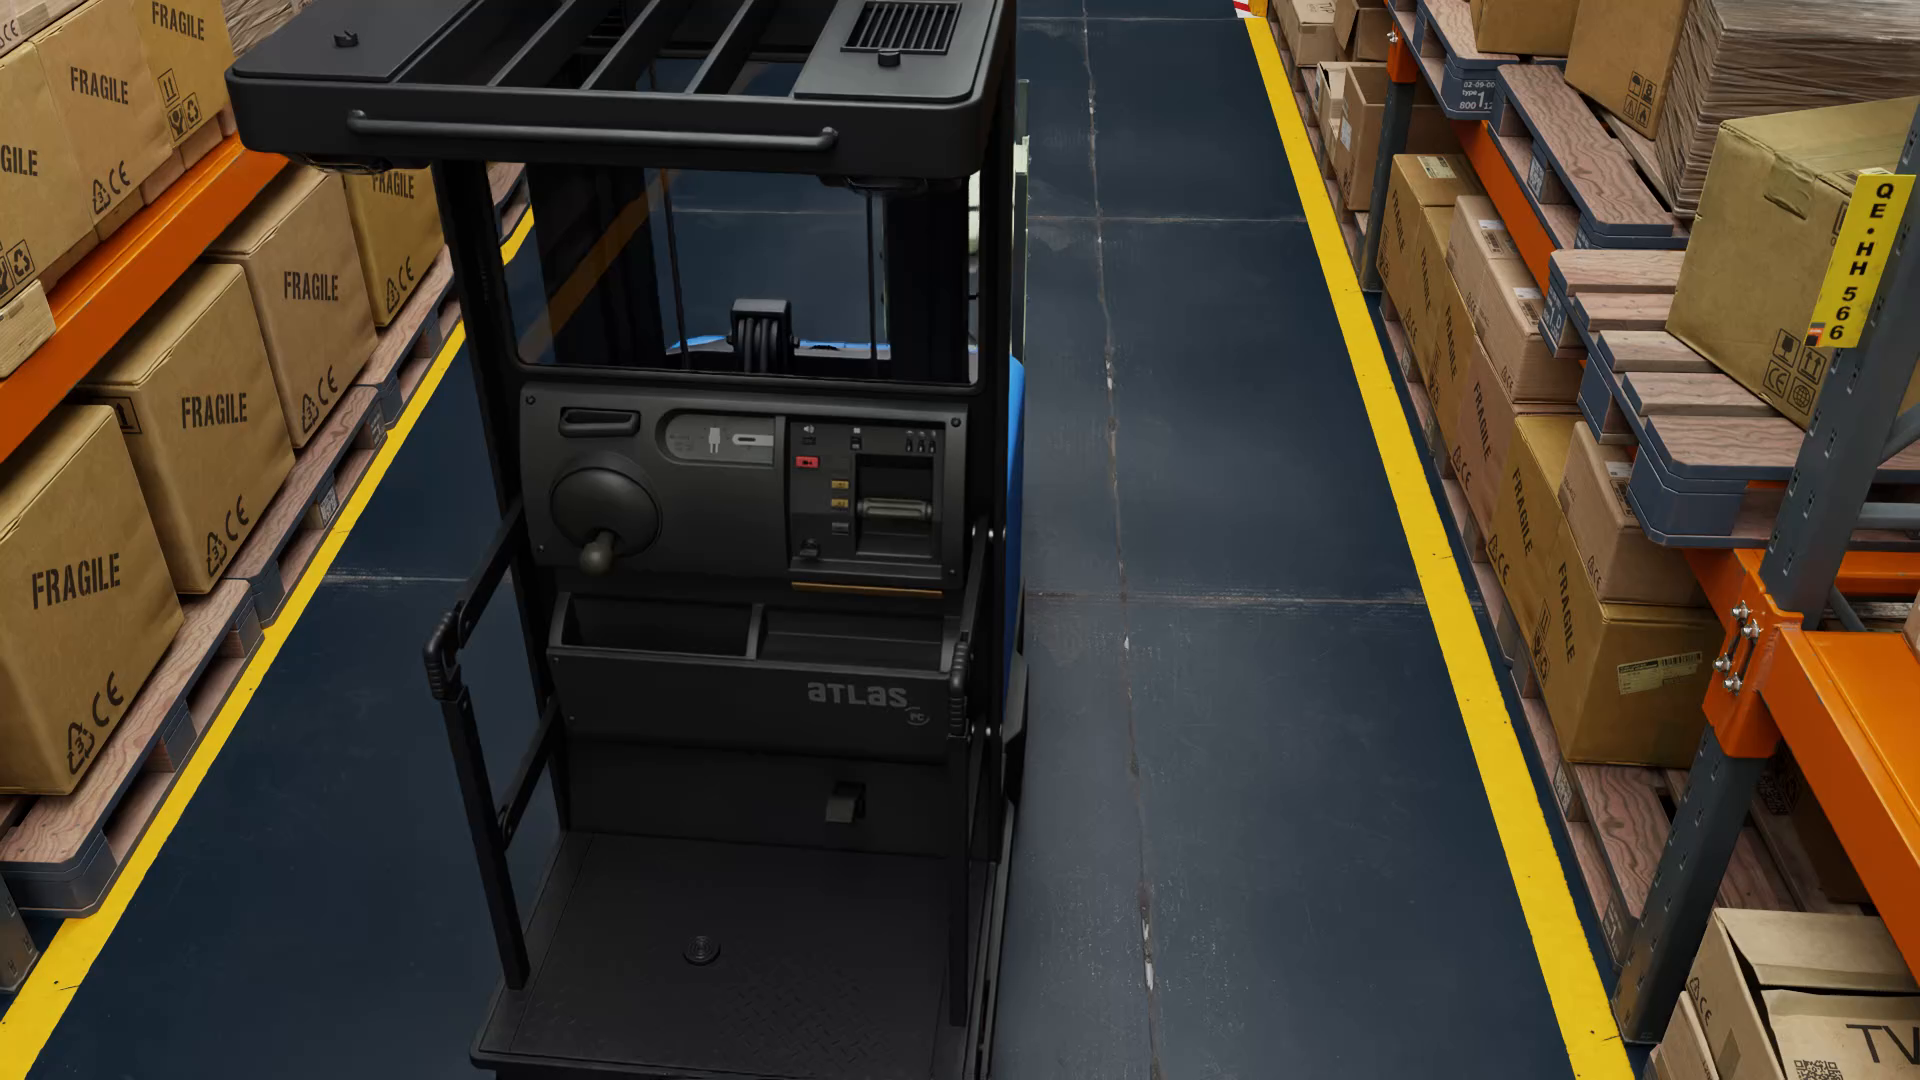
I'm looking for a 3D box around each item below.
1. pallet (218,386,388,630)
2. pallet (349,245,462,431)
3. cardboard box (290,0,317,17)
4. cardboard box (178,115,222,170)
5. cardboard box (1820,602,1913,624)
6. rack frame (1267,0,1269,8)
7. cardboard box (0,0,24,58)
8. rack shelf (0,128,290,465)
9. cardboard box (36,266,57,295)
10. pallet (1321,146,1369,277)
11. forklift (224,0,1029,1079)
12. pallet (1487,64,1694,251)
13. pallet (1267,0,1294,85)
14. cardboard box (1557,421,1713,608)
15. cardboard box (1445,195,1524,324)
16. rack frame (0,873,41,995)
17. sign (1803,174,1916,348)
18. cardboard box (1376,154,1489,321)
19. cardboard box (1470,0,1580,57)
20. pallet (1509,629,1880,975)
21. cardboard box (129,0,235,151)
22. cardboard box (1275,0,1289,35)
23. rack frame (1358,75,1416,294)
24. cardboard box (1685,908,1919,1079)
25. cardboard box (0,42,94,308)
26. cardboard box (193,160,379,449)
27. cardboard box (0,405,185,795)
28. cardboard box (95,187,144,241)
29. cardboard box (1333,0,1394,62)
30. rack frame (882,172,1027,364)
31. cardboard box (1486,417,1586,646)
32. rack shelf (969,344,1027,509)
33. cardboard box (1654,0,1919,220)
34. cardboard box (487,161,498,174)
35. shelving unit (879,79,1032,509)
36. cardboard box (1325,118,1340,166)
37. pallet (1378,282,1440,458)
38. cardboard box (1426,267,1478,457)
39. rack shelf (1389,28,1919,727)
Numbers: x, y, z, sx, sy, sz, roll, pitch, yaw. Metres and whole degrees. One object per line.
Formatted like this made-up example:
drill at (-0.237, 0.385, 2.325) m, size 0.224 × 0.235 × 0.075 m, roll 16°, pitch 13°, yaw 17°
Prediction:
pallet at (-2.687, -0.153, 5.784) m, size 1.003 × 0.211 × 1.213 m, roll 1°, pitch 35°, yaw 2°
pallet at (-2.641, -0.855, 6.784) m, size 1.003 × 0.211 × 1.213 m, roll 1°, pitch 35°, yaw 2°
cardboard box at (-2.463, -2.048, 5.692) m, size 0.500 × 0.500 × 0.500 m, roll 2°, pitch 35°, yaw 2°
cardboard box at (-2.533, -1.265, 5.142) m, size 0.380 × 0.149 × 0.250 m, roll 2°, pitch 35°, yaw 3°
cardboard box at (2.423, 0.256, 4.569) m, size 0.500 × 0.500 × 0.500 m, roll 0°, pitch 35°, yaw 0°
rack frame at (2.425, -4.627, 9.725) m, size 1.000 × 3.000 × 0.127 m, roll 1°, pitch 35°, yaw 2°
cardboard box at (-2.549, -1.185, 3.812) m, size 0.500 × 0.250 × 0.500 m, roll 1°, pitch 35°, yaw 1°
rack shelf at (-2.766, -0.998, 5.187) m, size 1.077 × 0.370 × 4.000 m, roll 1°, pitch 35°, yaw 2°
cardboard box at (-2.600, -0.675, 4.303) m, size 0.380 × 0.149 × 0.250 m, roll 1°, pitch 35°, yaw 1°
pallet at (2.293, -1.583, 7.819) m, size 1.003 × 0.211 × 1.213 m, roll 1°, pitch 35°, yaw 2°
forklift at (-0.469, -0.042, 3.260) m, size 1.130 × 2.935 × 3.031 m, roll 3°, pitch 35°, yaw 5°
pallet at (2.177, -1.070, 4.831) m, size 1.003 × 0.211 × 1.213 m, roll 1°, pitch 35°, yaw 2°
pallet at (2.391, -2.985, 9.813) m, size 1.003 × 0.211 × 1.213 m, roll 1°, pitch 35°, yaw 2°
cardboard box at (1.905, -0.070, 4.380) m, size 0.500 × 0.250 × 0.500 m, roll 3°, pitch 35°, yaw 4°
cardboard box at (1.961, -0.946, 5.627) m, size 0.500 × 0.250 × 0.500 m, roll 1°, pitch 35°, yaw 2°
rack frame at (-2.846, -0.143, 3.345) m, size 1.000 × 3.000 × 0.127 m, roll 1°, pitch 35°, yaw 2°
sign at (1.561, -0.479, 2.885) m, size 0.100 × 0.325 × 0.005 m, roll 1°, pitch 35°, yaw 2°
cardboard box at (2.002, -1.214, 6.660) m, size 0.500 × 0.500 × 0.500 m, roll 0°, pitch 35°, yaw 0°
cardboard box at (2.058, -1.878, 5.362) m, size 0.700 × 0.500 × 0.500 m, roll 7°, pitch 36°, yaw 9°
pallet at (2.172, 0.682, 4.596) m, size 1.003 × 0.211 × 1.213 m, roll 1°, pitch 35°, yaw 2°
cardboard box at (-2.506, -1.472, 4.873) m, size 0.500 × 0.500 × 0.500 m, roll 2°, pitch 35°, yaw 3°
cardboard box at (2.100, -3.089, 9.546) m, size 0.500 × 0.250 × 0.500 m, roll 1°, pitch 35°, yaw 2°
rack frame at (2.264, -2.329, 6.455) m, size 1.000 × 3.000 × 0.127 m, roll 1°, pitch 35°, yaw 2°
cardboard box at (1.789, 0.987, 3.275) m, size 0.500 × 0.311 × 0.500 m, roll 2°, pitch 35°, yaw 3°
cardboard box at (-2.540, -0.888, 4.042) m, size 0.500 × 0.500 × 0.500 m, roll 2°, pitch 35°, yaw 3°
cardboard box at (-2.614, -0.846, 5.850) m, size 0.750 × 0.750 × 0.750 m, roll 2°, pitch 35°, yaw 3°
cardboard box at (-2.685, 0.145, 4.439) m, size 0.750 × 0.750 × 0.750 m, roll 1°, pitch 35°, yaw 1°
cardboard box at (-2.578, -0.972, 4.726) m, size 0.380 × 0.149 × 0.250 m, roll 2°, pitch 35°, yaw 3°
cardboard box at (2.335, -2.567, 8.583) m, size 0.797 × 0.503 × 0.637 m, roll 1°, pitch 35°, yaw 2°
rack frame at (-0.015, -0.399, 5.014) m, size 0.400 × 1.500 × 0.023 m, roll 1°, pitch 35°, yaw 2°
cardboard box at (1.928, -0.028, 4.973) m, size 0.500 × 0.500 × 0.500 m, roll 0°, pitch 35°, yaw 0°
rack shelf at (0.000, -0.343, 5.501) m, size 0.431 × 0.370 × 0.720 m, roll 1°, pitch 35°, yaw 2°
cardboard box at (2.244, -1.129, 4.296) m, size 0.700 × 0.500 × 0.500 m, roll 8°, pitch 36°, yaw 11°
cardboard box at (-2.553, -2.018, 7.821) m, size 0.700 × 0.500 × 0.500 m, roll 2°, pitch 35°, yaw 2°
shelving unit at (0.000, -0.610, 5.313) m, size 0.431 × 1.500 × 0.755 m, roll 1°, pitch 35°, yaw 2°
cardboard box at (1.959, -1.893, 7.932) m, size 0.380 × 0.149 × 0.250 m, roll 1°, pitch 35°, yaw 2°
pallet at (2.270, -0.720, 6.591) m, size 1.003 × 0.211 × 1.213 m, roll 1°, pitch 35°, yaw 2°
cardboard box at (1.964, -0.620, 5.815) m, size 0.500 × 0.500 × 0.500 m, roll 2°, pitch 35°, yaw 2°
rack shelf at (2.184, -0.886, 5.027) m, size 1.077 × 0.370 × 4.000 m, roll 1°, pitch 35°, yaw 2°
